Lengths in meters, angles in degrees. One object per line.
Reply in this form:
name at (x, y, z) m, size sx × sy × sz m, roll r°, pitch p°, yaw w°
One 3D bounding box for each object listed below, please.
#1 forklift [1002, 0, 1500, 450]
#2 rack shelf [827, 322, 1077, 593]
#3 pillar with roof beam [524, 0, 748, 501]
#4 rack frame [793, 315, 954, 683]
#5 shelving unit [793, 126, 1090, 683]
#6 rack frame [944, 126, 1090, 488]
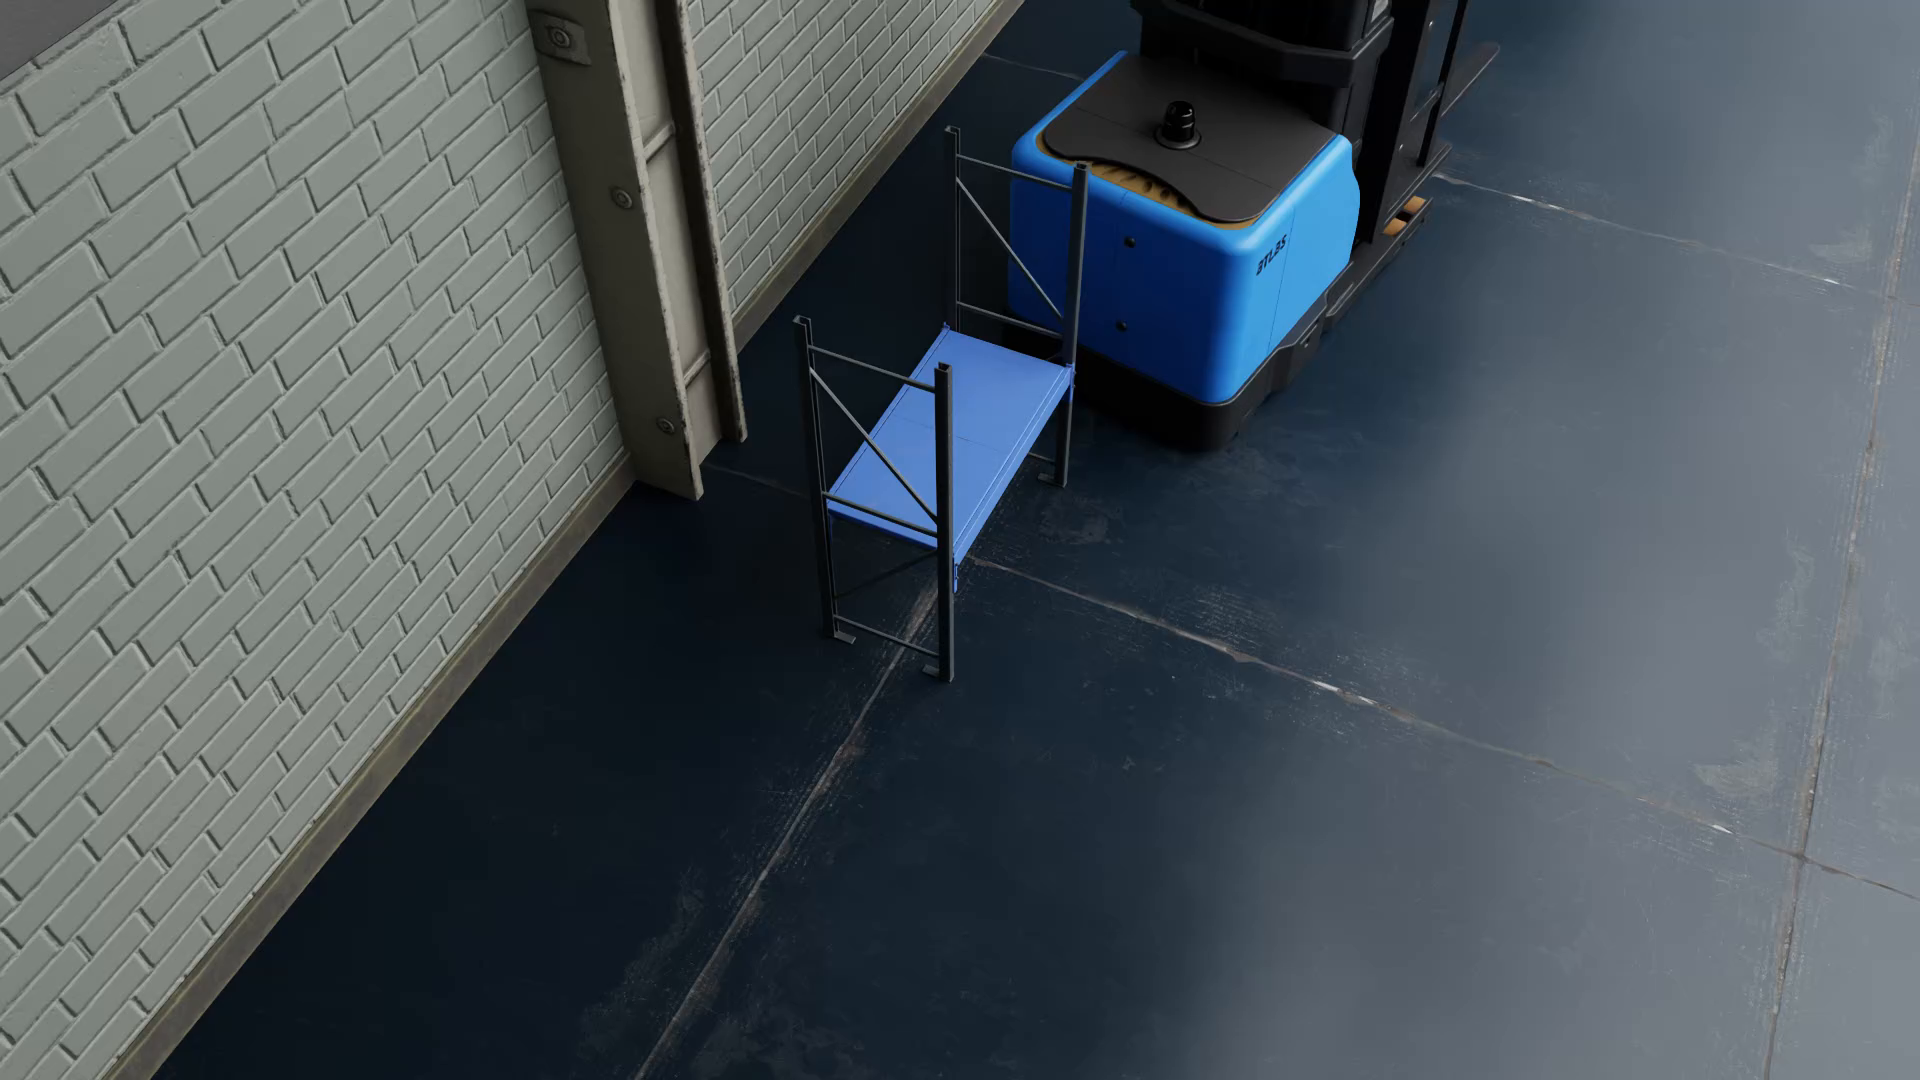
forklift at (1.439, -2.391, 6.360) m, size 1.130 × 2.935 × 3.031 m, roll 29°, pitch 55°, yaw 22°
rack shelf at (-0.036, -0.311, 5.766) m, size 0.538 × 0.185 × 1.000 m, roll 20°, pitch 52°, yaw 16°
pillar with roof beam at (2.828, -1.851, 1.916) m, size 9.100 × 9.000 × 0.400 m, roll 20°, pitch 52°, yaw 16°
rack frame at (-0.254, -0.077, 5.331) m, size 0.500 × 1.500 × 0.032 m, roll 20°, pitch 52°, yaw 16°
shelving unit at (-0.036, -0.427, 5.629) m, size 0.538 × 1.500 × 1.048 m, roll 20°, pitch 52°, yaw 16°
rack frame at (0.181, -0.777, 5.927) m, size 0.500 × 1.500 × 0.032 m, roll 20°, pitch 52°, yaw 16°
